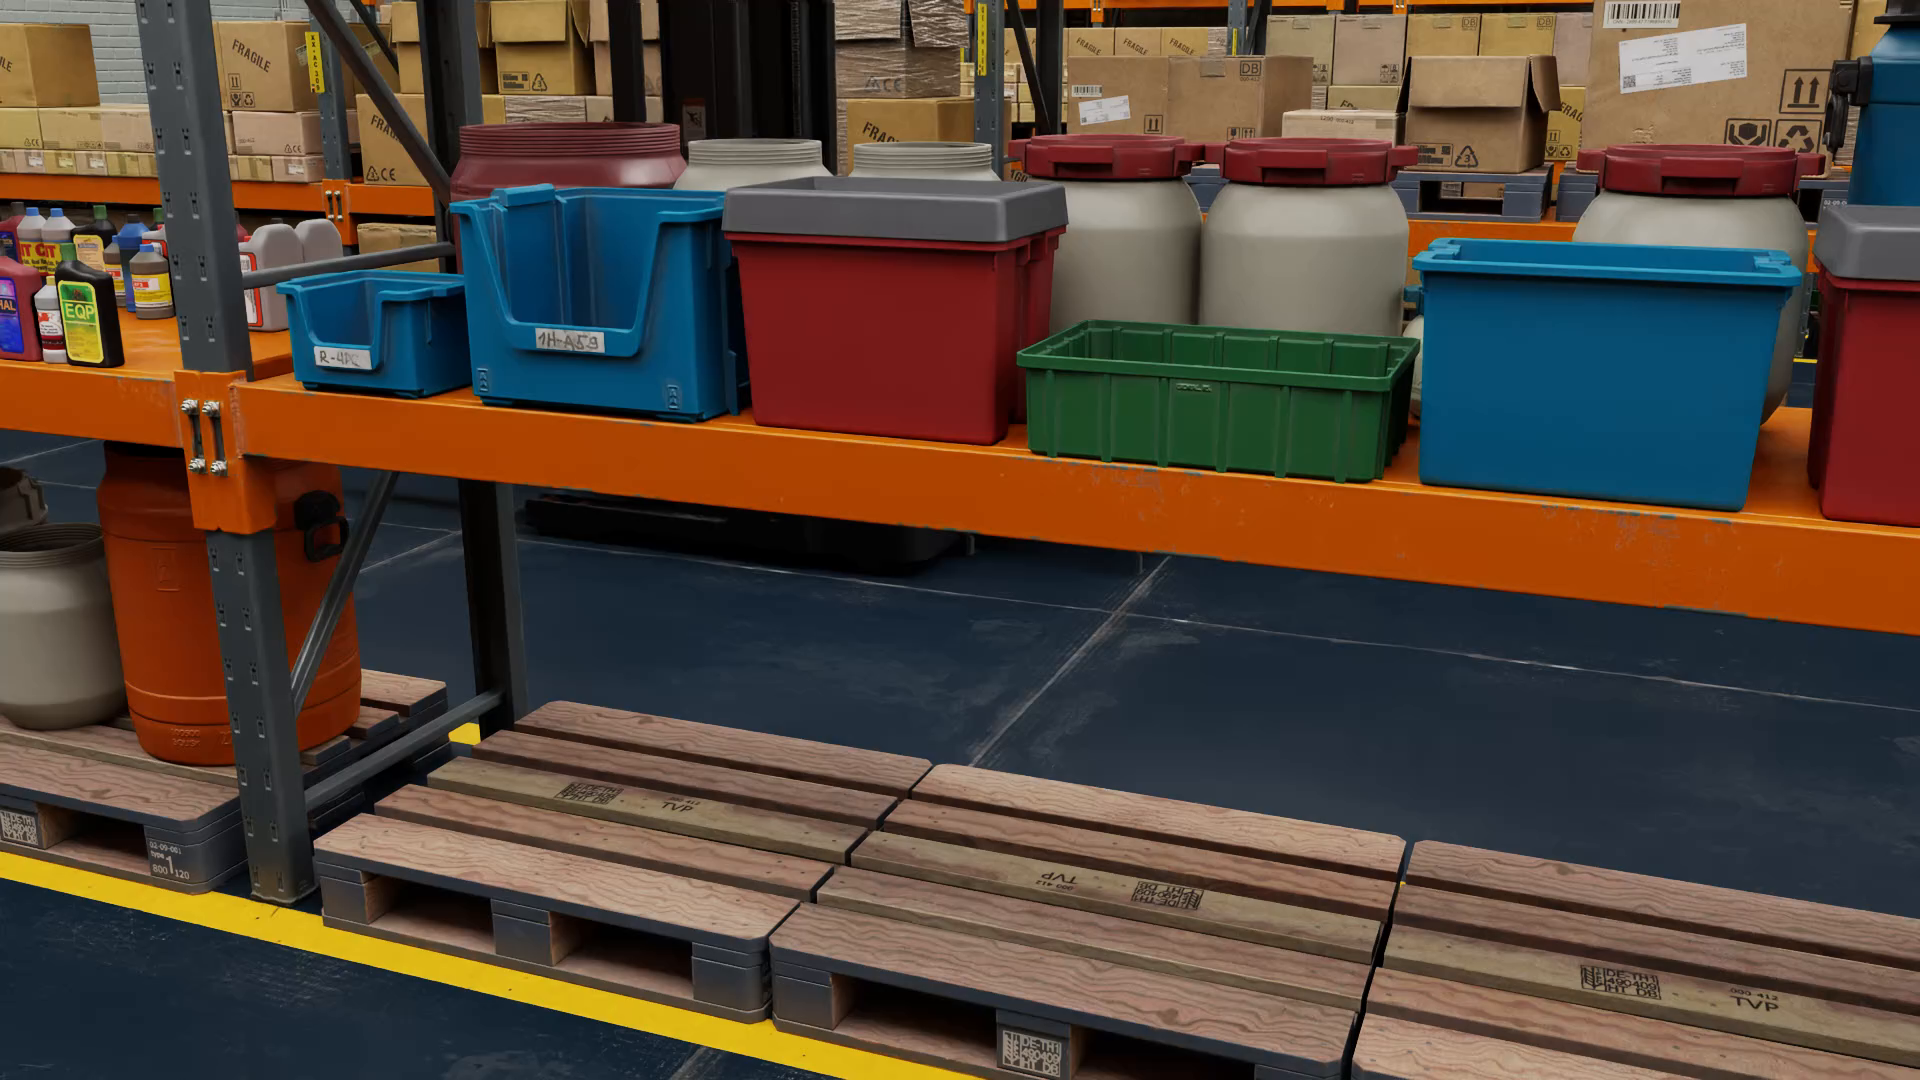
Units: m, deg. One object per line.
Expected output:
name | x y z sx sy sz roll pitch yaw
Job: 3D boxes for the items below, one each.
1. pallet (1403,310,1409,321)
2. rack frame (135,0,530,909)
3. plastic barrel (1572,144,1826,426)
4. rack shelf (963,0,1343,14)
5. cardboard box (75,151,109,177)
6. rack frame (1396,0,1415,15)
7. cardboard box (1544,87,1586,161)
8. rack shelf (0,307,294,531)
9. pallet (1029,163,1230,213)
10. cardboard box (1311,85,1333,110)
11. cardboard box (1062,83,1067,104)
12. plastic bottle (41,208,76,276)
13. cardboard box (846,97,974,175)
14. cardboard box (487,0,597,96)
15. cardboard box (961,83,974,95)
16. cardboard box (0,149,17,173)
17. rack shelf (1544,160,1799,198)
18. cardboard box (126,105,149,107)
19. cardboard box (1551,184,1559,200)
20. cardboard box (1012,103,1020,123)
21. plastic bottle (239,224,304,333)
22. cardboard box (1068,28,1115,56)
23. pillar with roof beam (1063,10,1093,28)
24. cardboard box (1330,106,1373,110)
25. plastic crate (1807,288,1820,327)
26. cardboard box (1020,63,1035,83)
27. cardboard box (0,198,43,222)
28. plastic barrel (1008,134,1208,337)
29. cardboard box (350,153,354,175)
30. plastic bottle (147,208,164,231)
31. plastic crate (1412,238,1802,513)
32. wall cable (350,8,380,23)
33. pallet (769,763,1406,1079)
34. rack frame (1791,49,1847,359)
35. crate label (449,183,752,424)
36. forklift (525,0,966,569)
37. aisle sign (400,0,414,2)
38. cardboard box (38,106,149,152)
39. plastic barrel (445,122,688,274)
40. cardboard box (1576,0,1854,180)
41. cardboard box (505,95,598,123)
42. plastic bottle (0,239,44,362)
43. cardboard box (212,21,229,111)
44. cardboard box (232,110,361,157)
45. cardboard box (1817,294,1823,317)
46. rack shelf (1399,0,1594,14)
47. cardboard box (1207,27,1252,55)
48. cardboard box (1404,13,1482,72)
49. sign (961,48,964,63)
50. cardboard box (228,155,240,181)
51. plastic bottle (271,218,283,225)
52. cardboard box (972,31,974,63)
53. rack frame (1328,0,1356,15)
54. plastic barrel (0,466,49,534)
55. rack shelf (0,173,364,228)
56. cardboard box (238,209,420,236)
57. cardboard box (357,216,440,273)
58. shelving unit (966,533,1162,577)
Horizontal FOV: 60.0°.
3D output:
pallet | 2.926 -1.796 12.983 1.213 0.211 1.003 6 17 21
rack frame | -1.511 -0.675 4.119 0.127 3.000 1.000 6 17 21
plastic barrel | 1.401 -0.486 3.223 0.433 0.535 0.433 0 16 0
rack shelf | 2.082 -5.829 17.784 4.000 0.370 1.077 6 17 21
cardboard box | -5.250 -2.352 10.346 0.250 0.149 0.380 7 17 22
rack frame | 5.760 -5.818 21.832 0.127 3.000 1.000 6 17 21
cardboard box | 4.418 -2.962 11.817 0.500 0.500 0.500 6 17 21
rack shelf | -3.371 -0.534 4.924 4.000 0.370 1.077 6 17 21
pallet | 1.009 -1.822 8.414 1.003 0.211 1.213 6 17 21
cardboard box | 2.539 -3.168 12.526 0.500 0.500 0.500 6 17 21
cardboard box | 0.867 -3.471 12.913 0.250 0.149 0.380 6 17 21
plastic bottle | -2.662 -0.845 4.935 0.097 0.271 0.097 0 16 0
cardboard box | -0.243 -1.994 8.482 0.500 0.500 0.500 7 18 22
cardboard box | -2.183 -2.762 9.329 0.637 0.503 0.797 6 17 21
cardboard box | 0.153 -3.550 13.184 0.250 0.149 0.380 6 17 20
cardboard box | -5.970 -2.431 10.617 0.250 0.149 0.380 6 17 20
rack shelf | 4.081 -2.686 12.335 4.000 0.370 1.077 6 17 21
cardboard box | -5.156 -2.712 10.870 0.500 0.250 0.500 6 17 21
cardboard box | 7.573 -4.678 21.413 0.625 0.625 0.875 6 17 18
cardboard box | 0.402 -3.381 13.135 0.250 0.149 0.380 7 18 22
plastic bottle | -1.851 -0.704 4.441 0.135 0.276 0.152 6 17 21
cardboard box | 1.475 -5.251 17.908 0.500 0.500 0.500 6 17 19
pillar with roof beam | 0.143 -8.296 19.610 0.400 9.000 9.100 6 17 21
cardboard box | 1.957 -1.996 8.157 0.258 0.266 0.396 6 17 19
plastic crate | 6.584 -1.826 13.023 0.450 0.188 0.662 -24 27 -33
cardboard box | 0.648 -3.639 12.959 0.250 0.149 0.380 6 17 21
cardboard box | -6.511 -1.915 11.446 0.875 0.875 0.875 6 17 21
plastic barrel | 0.316 -0.605 3.634 0.433 0.535 0.433 0 16 0
cardboard box | -3.812 -2.392 10.482 0.250 0.149 0.380 6 17 19
plastic bottle | -2.333 -0.820 4.827 0.133 0.283 0.061 6 17 21
plastic crate | 1.070 -0.290 2.822 0.575 0.384 0.392 6 17 21
wall cable | -8.244 -6.776 23.311 0.122 1.984 0.588 6 17 21
pallet | 0.327 0.879 3.768 1.213 0.211 1.003 6 17 21
rack frame | 5.941 -2.826 11.529 0.127 3.000 1.000 6 17 21
crate label | -0.686 -0.520 3.522 0.616 0.435 0.502 6 17 21
forklift | -1.344 -1.539 7.216 3.031 2.935 1.130 7 18 22
aisle sign | -5.179 -5.388 15.689 0.004 0.787 0.394 6 17 21
cardboard box | -5.349 -2.574 10.395 0.500 0.250 0.500 6 17 20
plastic barrel | -0.968 -0.771 4.207 0.708 0.536 0.600 6 17 21
cardboard box | 3.340 -2.158 7.397 1.000 1.000 1.000 6 17 21
cardboard box | -2.145 -2.202 9.201 0.500 0.500 0.500 6 17 19
plastic bottle | -2.258 -0.573 3.978 0.133 0.283 0.061 6 17 21
cardboard box | -4.405 -2.830 9.931 0.500 0.500 0.500 6 17 21
cardboard box | -3.922 -2.417 9.854 0.500 0.250 0.500 6 17 20
cardboard box | 6.501 -1.925 11.483 0.875 0.875 0.875 7 17 21
rack shelf | 7.621 -6.708 20.810 4.000 0.370 1.077 6 17 21
cardboard box | 2.885 -5.093 17.365 0.500 0.500 0.500 7 17 22
cardboard box | 3.583 -3.612 12.263 0.500 0.500 0.700 6 17 20
sign | 0.019 -5.249 18.178 0.005 0.325 0.100 6 17 21
cardboard box | -4.297 -2.247 9.984 0.250 0.149 0.380 6 17 20
plastic bottle | -1.893 -0.760 4.643 0.097 0.271 0.097 0 16 0
cardboard box | -0.132 -5.579 19.037 0.500 0.500 0.500 6 17 21
rack frame | 3.943 -4.530 17.397 0.127 3.000 1.000 6 17 21
plastic barrel | -3.023 0.120 4.951 0.708 0.588 0.600 6 17 21
rack shelf | -5.275 -2.228 10.758 4.000 0.370 1.077 6 17 21
cardboard box | -3.999 -1.638 10.495 0.875 0.875 0.875 6 17 21
cardboard box | -2.812 -1.490 9.983 0.875 0.875 1.225 6 17 21
shelving unit | 0.451 -0.666 6.777 0.755 1.500 0.431 7 18 22
